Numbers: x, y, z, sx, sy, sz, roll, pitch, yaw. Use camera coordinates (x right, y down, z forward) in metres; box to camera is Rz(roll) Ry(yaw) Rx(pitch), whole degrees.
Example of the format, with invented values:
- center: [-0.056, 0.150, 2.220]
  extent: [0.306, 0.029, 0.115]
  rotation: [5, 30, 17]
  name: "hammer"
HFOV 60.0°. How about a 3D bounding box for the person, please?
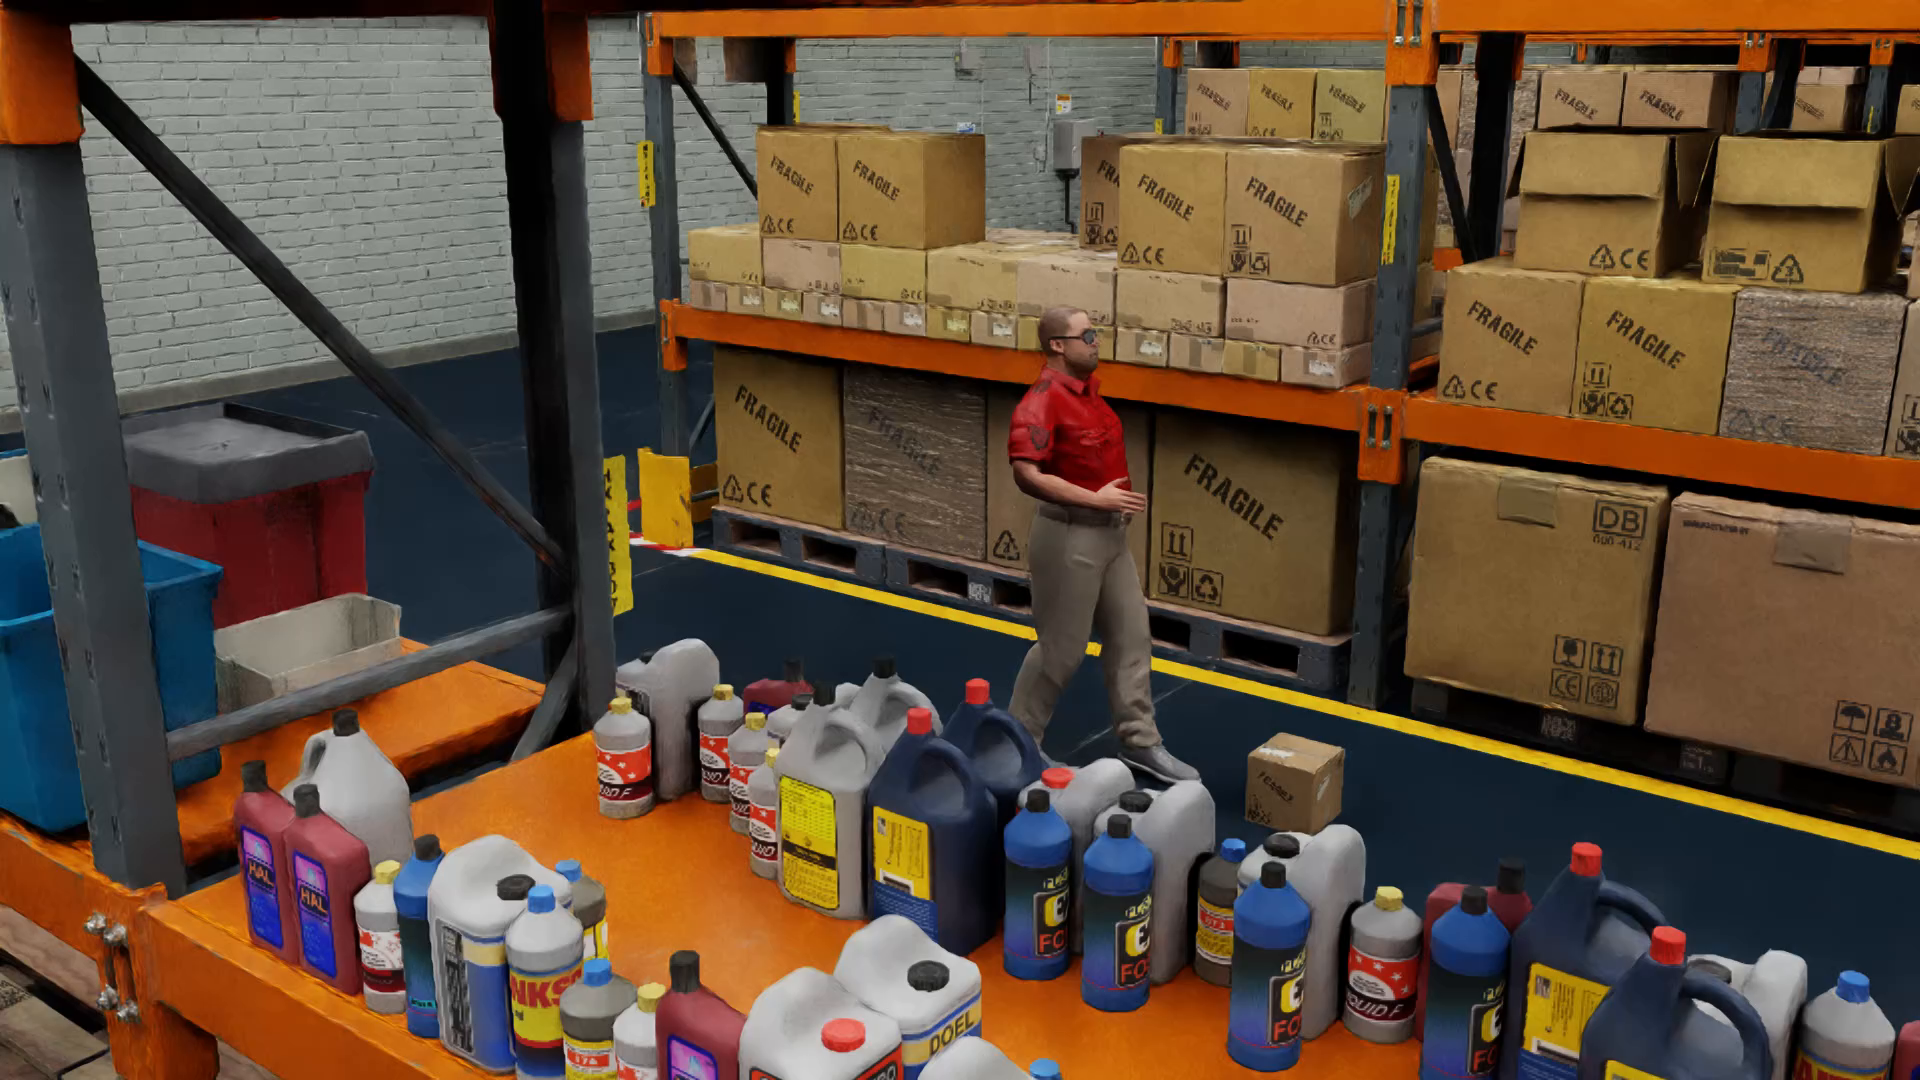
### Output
- center: [0.521, 0.038, 5.943]
  extent: [0.750, 1.726, 0.710]
  rotation: [8, 18, 24]
  name: "person"
